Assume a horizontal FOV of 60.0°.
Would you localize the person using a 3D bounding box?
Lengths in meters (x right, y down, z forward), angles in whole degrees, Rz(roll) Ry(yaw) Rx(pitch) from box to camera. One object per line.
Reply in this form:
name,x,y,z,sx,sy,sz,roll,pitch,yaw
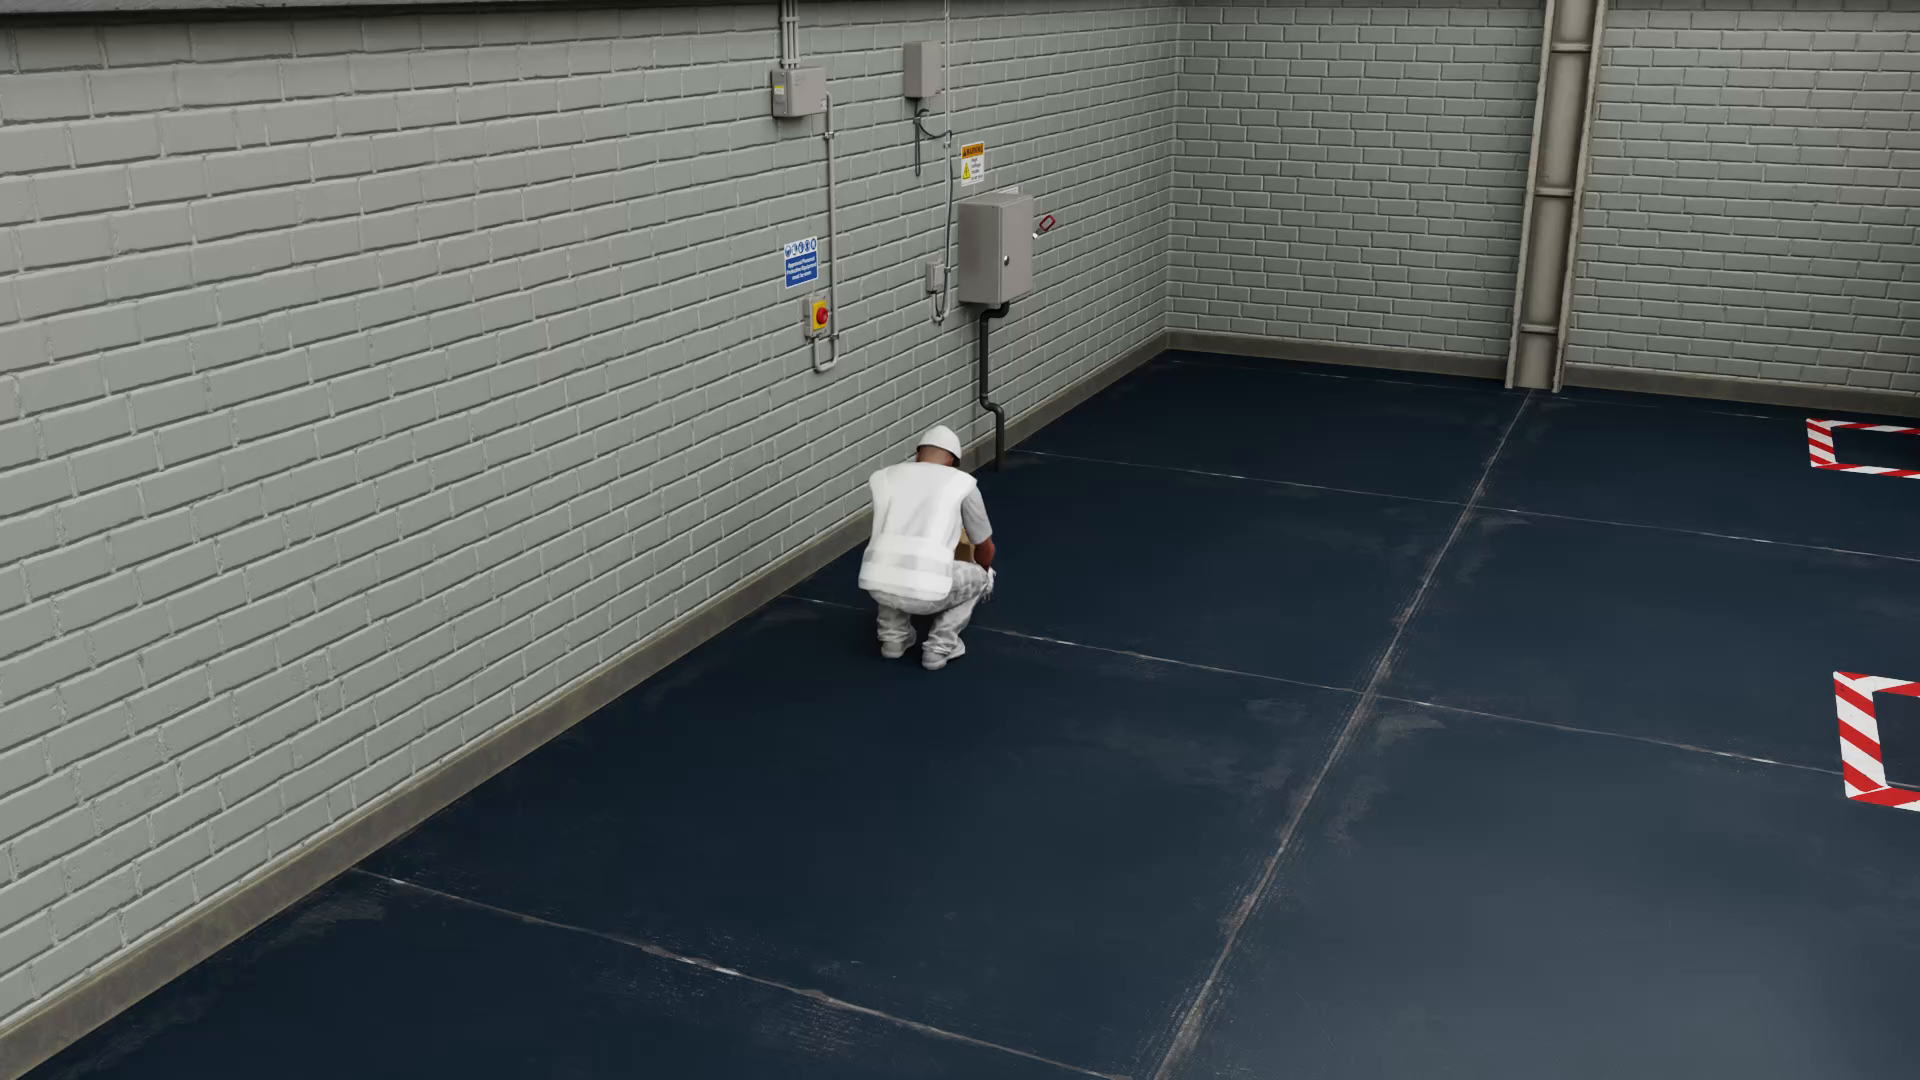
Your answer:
person,-0.163,0.023,7.698,0.565,0.996,0.899,8,20,22
